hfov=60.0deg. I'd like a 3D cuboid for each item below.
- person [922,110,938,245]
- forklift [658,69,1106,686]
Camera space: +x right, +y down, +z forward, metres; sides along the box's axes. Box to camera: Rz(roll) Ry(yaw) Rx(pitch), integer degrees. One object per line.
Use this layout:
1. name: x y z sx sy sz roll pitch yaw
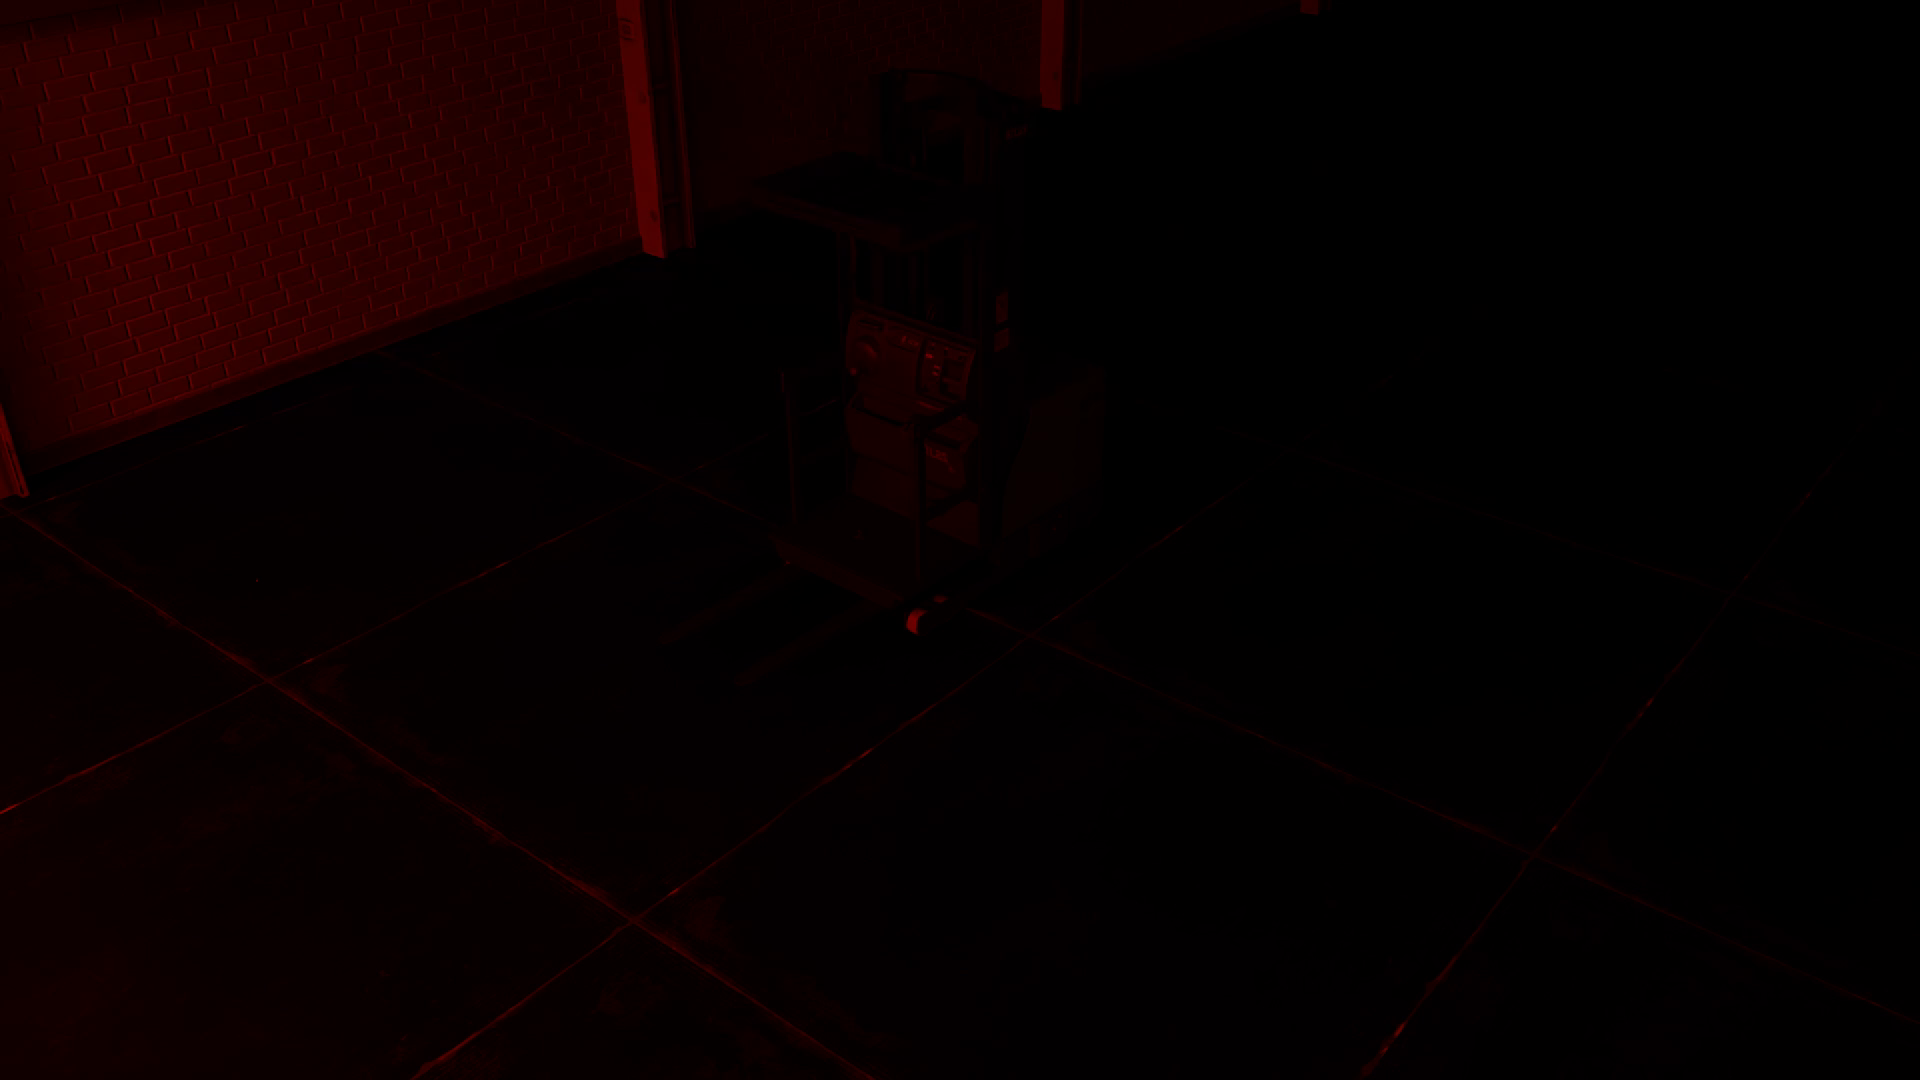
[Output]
1. person: -0.429 -3.380 14.771 0.509 1.571 0.858 -8 31 -14
2. forklift: -0.424 -0.998 9.303 1.130 2.935 3.031 23 38 34
